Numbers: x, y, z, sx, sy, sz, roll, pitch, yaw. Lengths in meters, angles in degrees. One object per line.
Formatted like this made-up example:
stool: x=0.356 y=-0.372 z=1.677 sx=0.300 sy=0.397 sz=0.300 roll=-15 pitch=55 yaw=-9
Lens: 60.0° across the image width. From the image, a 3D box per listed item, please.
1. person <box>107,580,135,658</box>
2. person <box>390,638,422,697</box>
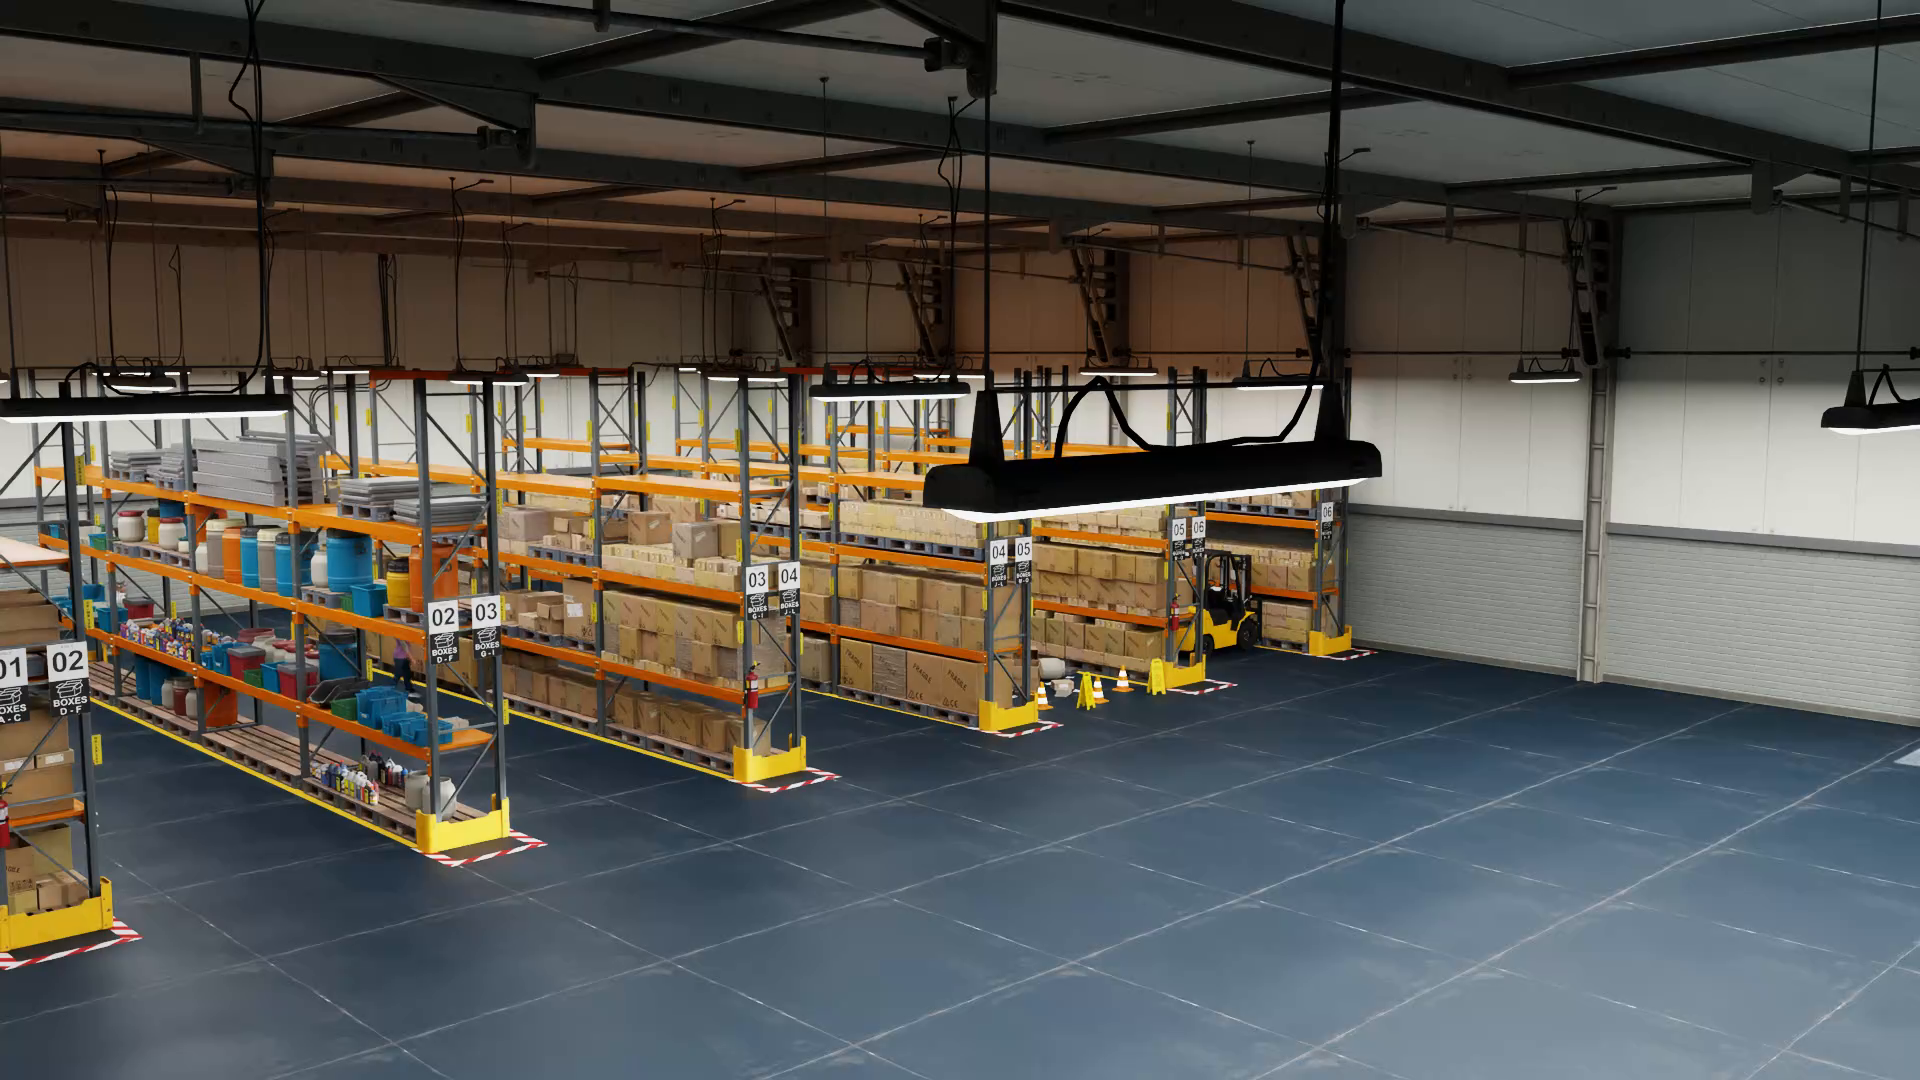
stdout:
person: x=-17.358 y=1.635 z=34.410 sx=0.959 sy=1.629 sz=0.449 roll=3 pitch=7 yaw=22
person: x=-10.139 y=2.150 z=30.277 sx=0.565 sy=1.585 sz=0.602 roll=-2 pitch=7 yaw=-13
